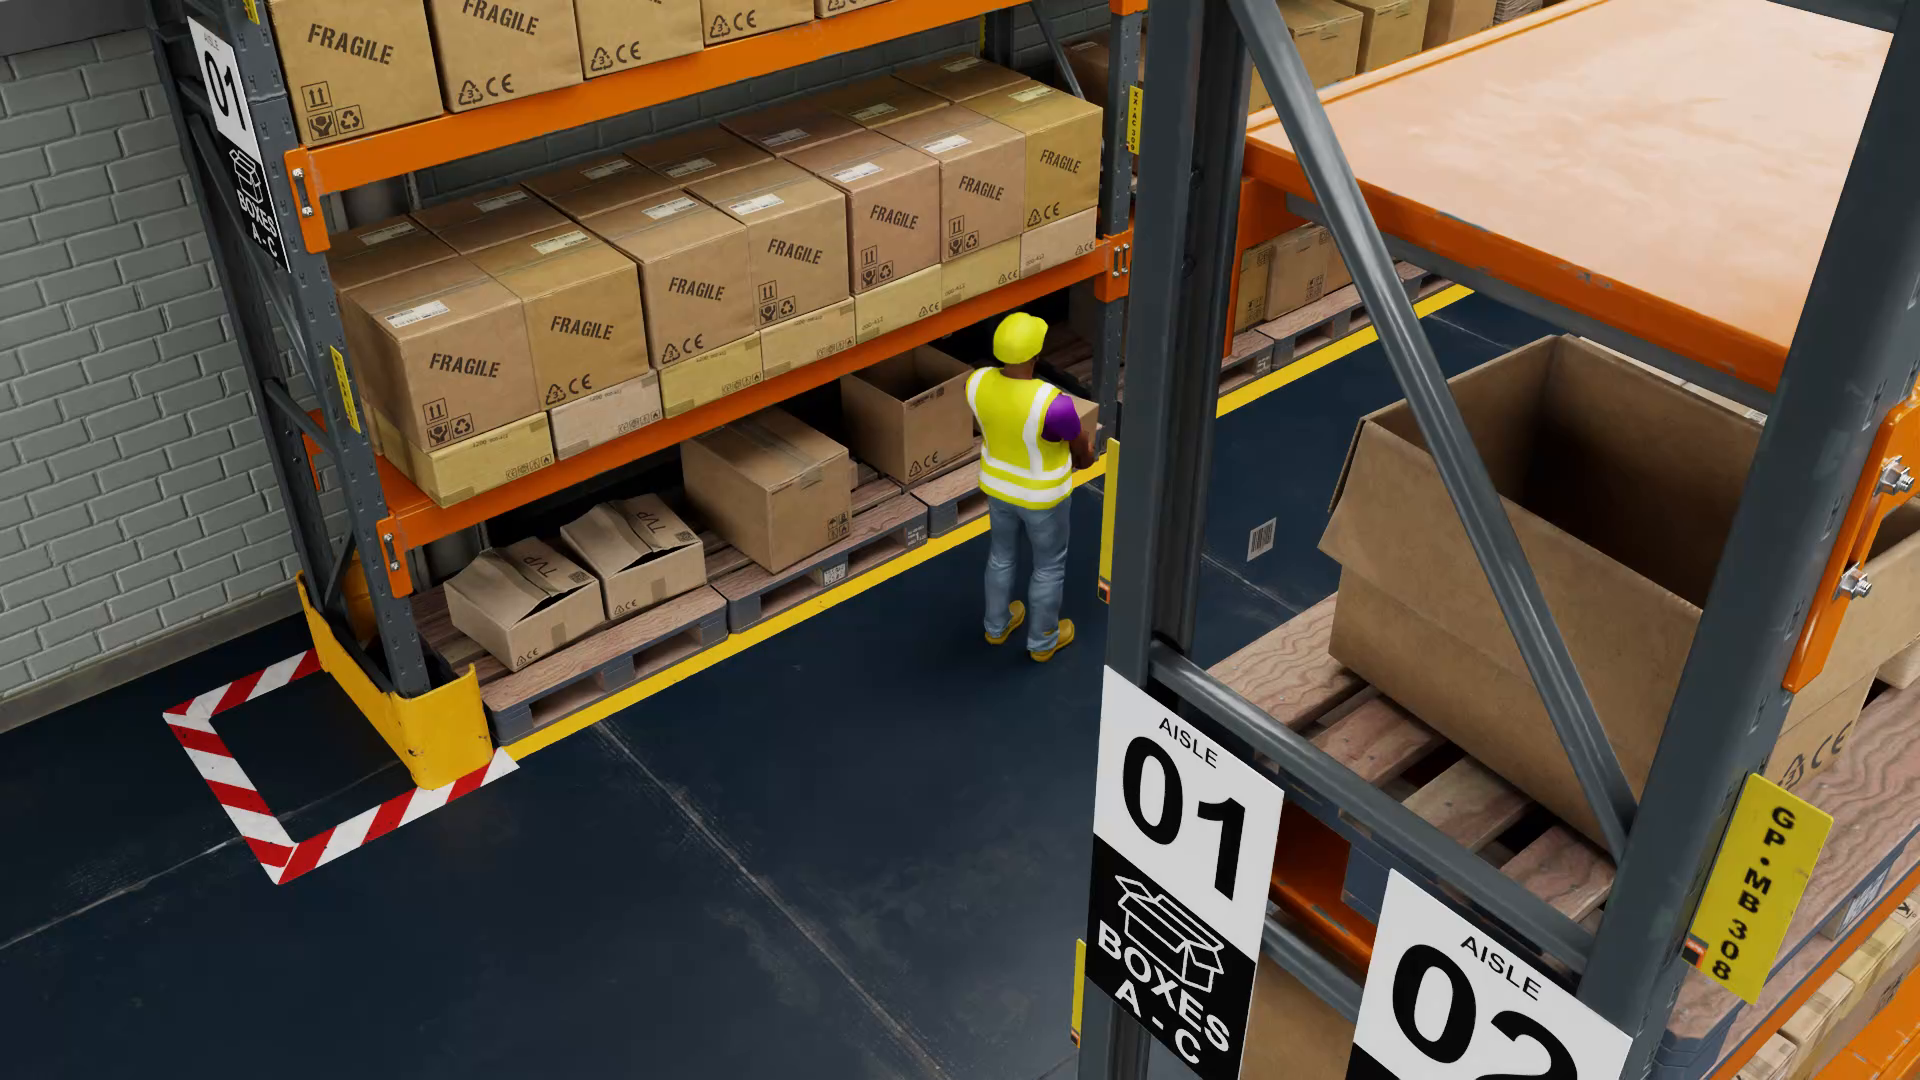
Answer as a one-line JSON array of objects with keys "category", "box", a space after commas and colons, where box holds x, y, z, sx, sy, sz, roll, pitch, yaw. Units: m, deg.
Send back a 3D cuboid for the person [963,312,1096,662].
[{"category": "person", "box": [0.333, -0.282, 7.455, 0.502, 1.762, 0.577, 21, 41, 26]}]
